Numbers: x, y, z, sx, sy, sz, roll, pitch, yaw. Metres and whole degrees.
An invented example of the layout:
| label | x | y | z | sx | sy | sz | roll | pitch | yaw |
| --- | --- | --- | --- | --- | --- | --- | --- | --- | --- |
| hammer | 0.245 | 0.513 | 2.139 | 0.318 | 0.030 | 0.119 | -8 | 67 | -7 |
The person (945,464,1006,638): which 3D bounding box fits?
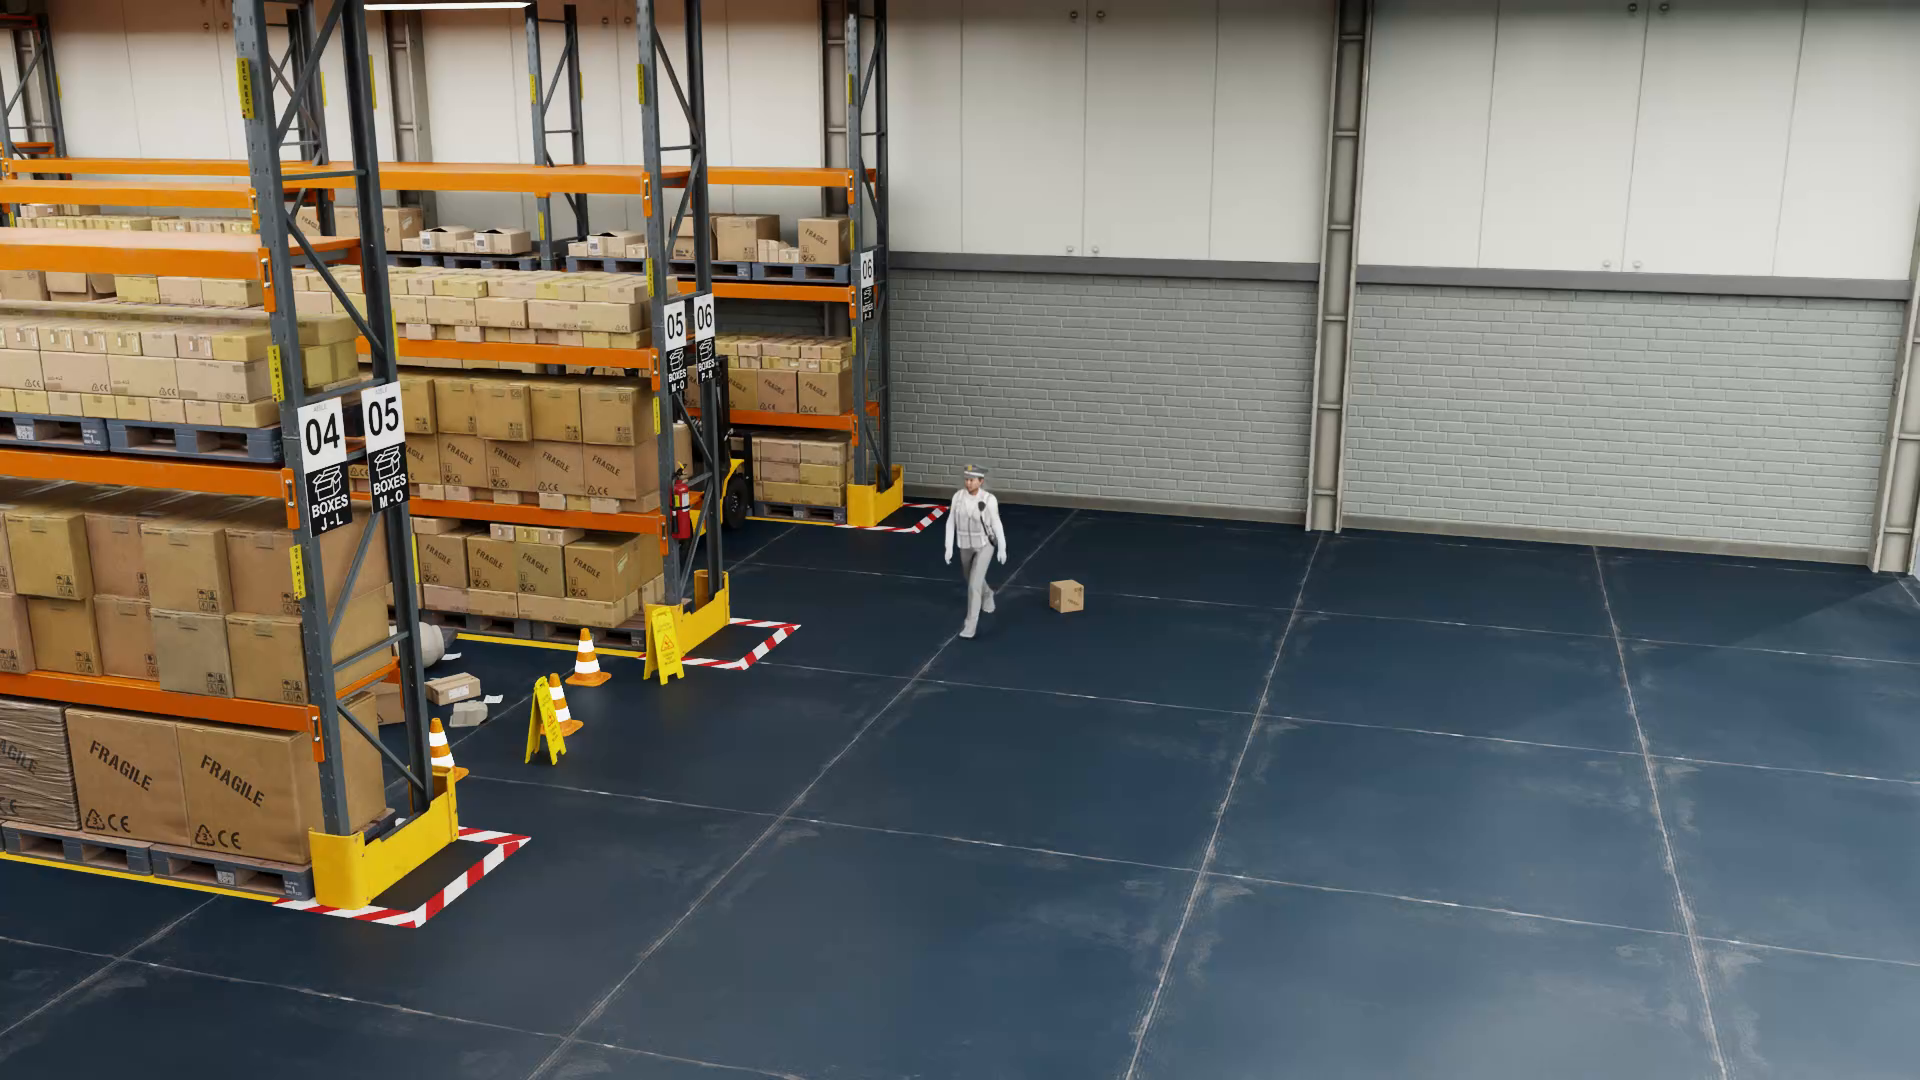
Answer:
| label | x | y | z | sx | sy | sz | roll | pitch | yaw |
| --- | --- | --- | --- | --- | --- | --- | --- | --- | --- |
| person | 0.158 | 0.038 | 15.802 | 0.552 | 1.628 | 0.999 | 6 | 16 | 22 |
